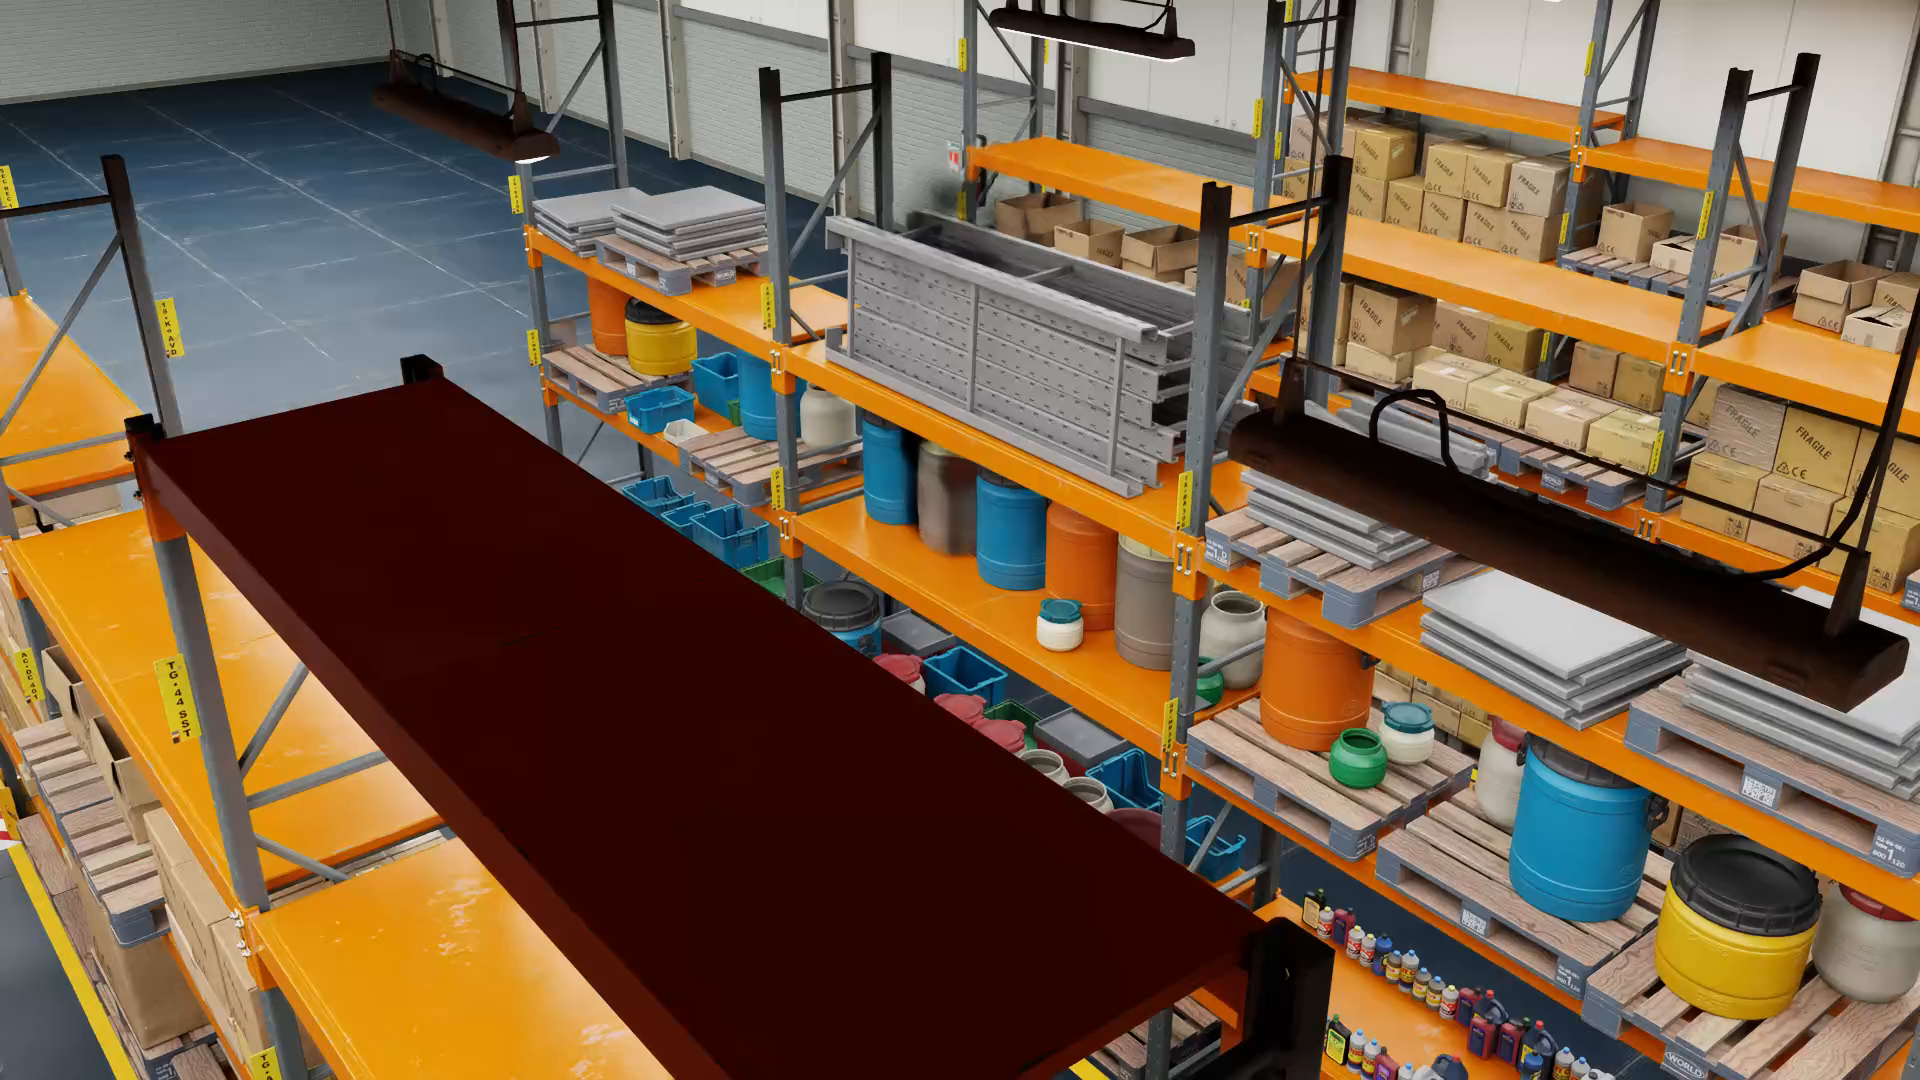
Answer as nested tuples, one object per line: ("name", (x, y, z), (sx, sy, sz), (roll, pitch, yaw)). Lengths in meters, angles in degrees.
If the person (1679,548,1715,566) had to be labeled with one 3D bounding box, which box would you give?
("person", (6.499, 0.670, 14.941), (0.710, 1.733, 0.943), (-23, 34, -39))
